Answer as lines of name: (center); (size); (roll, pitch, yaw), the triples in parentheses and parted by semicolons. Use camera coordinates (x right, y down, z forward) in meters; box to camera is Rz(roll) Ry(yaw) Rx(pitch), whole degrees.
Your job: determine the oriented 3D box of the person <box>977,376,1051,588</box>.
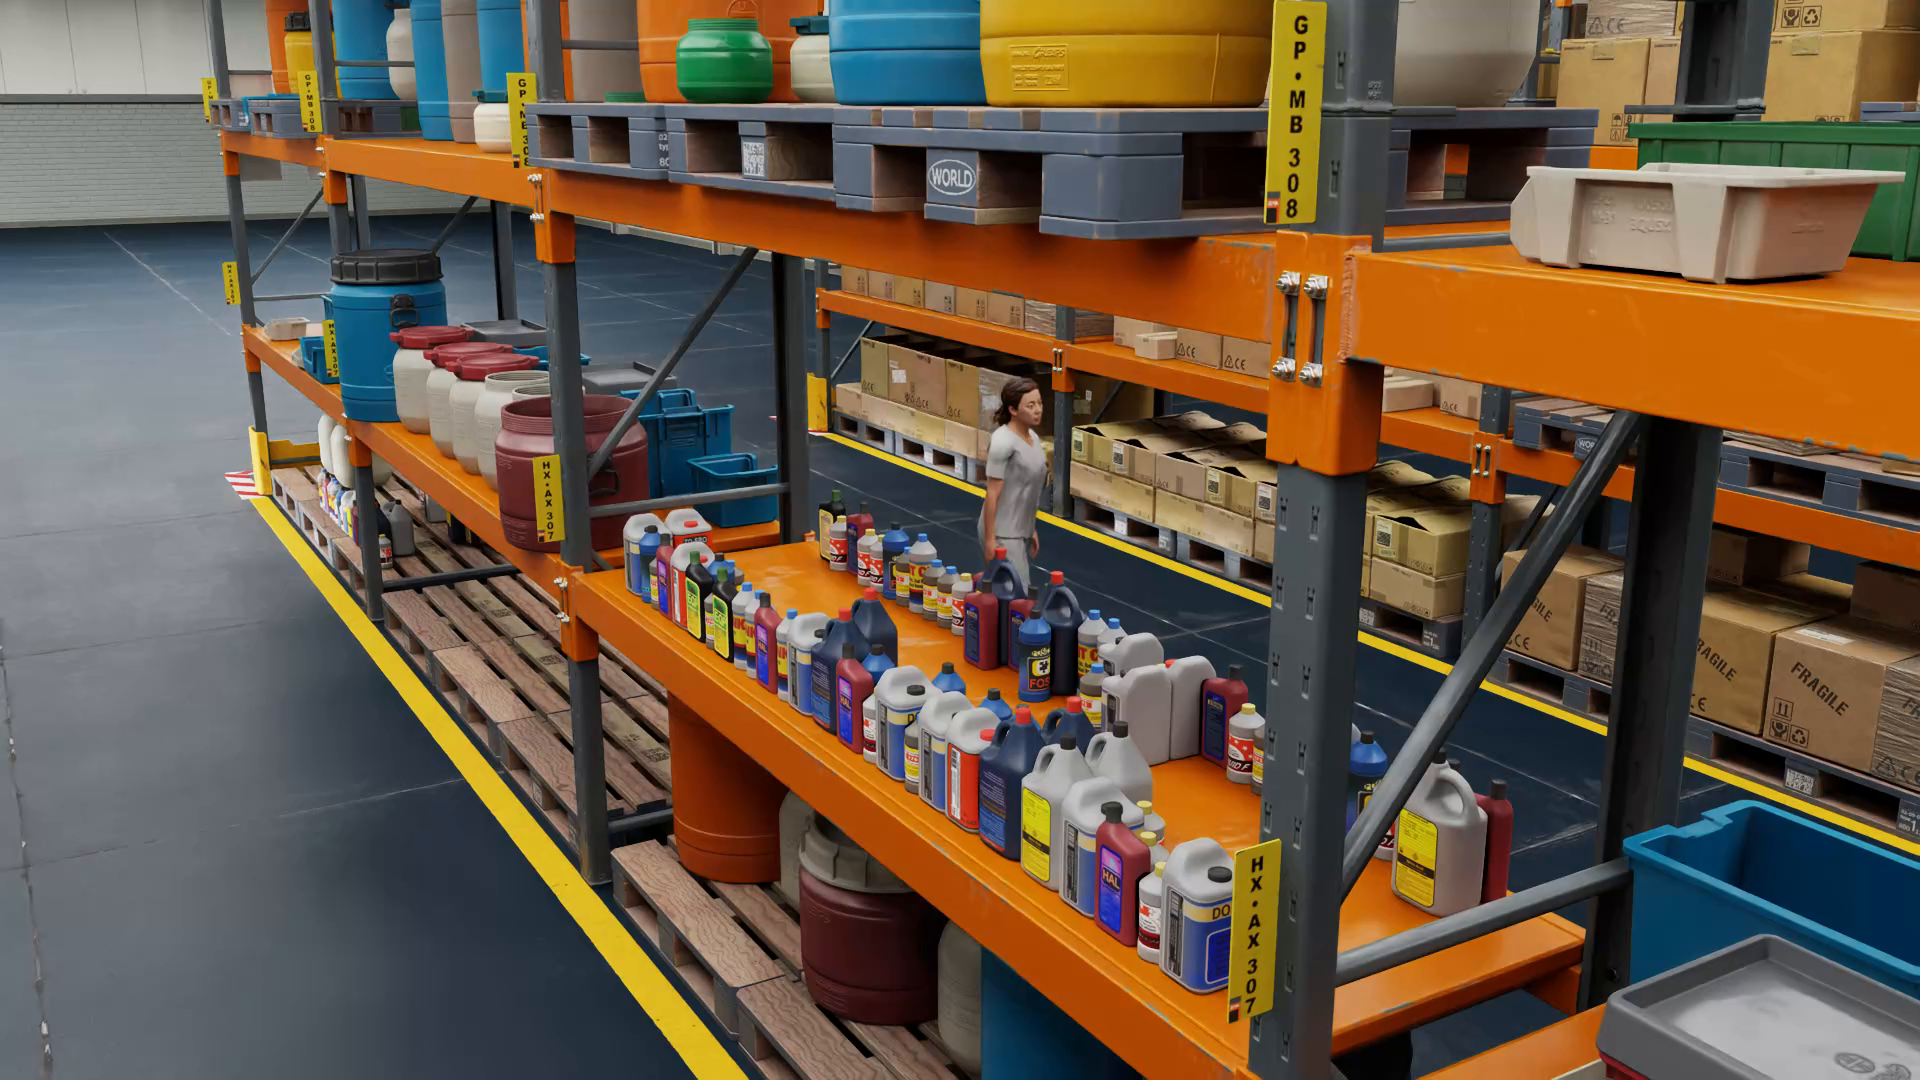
person: (0.300, -0.018, 8.547); (0.703, 1.660, 0.468); (7, 16, 24)
